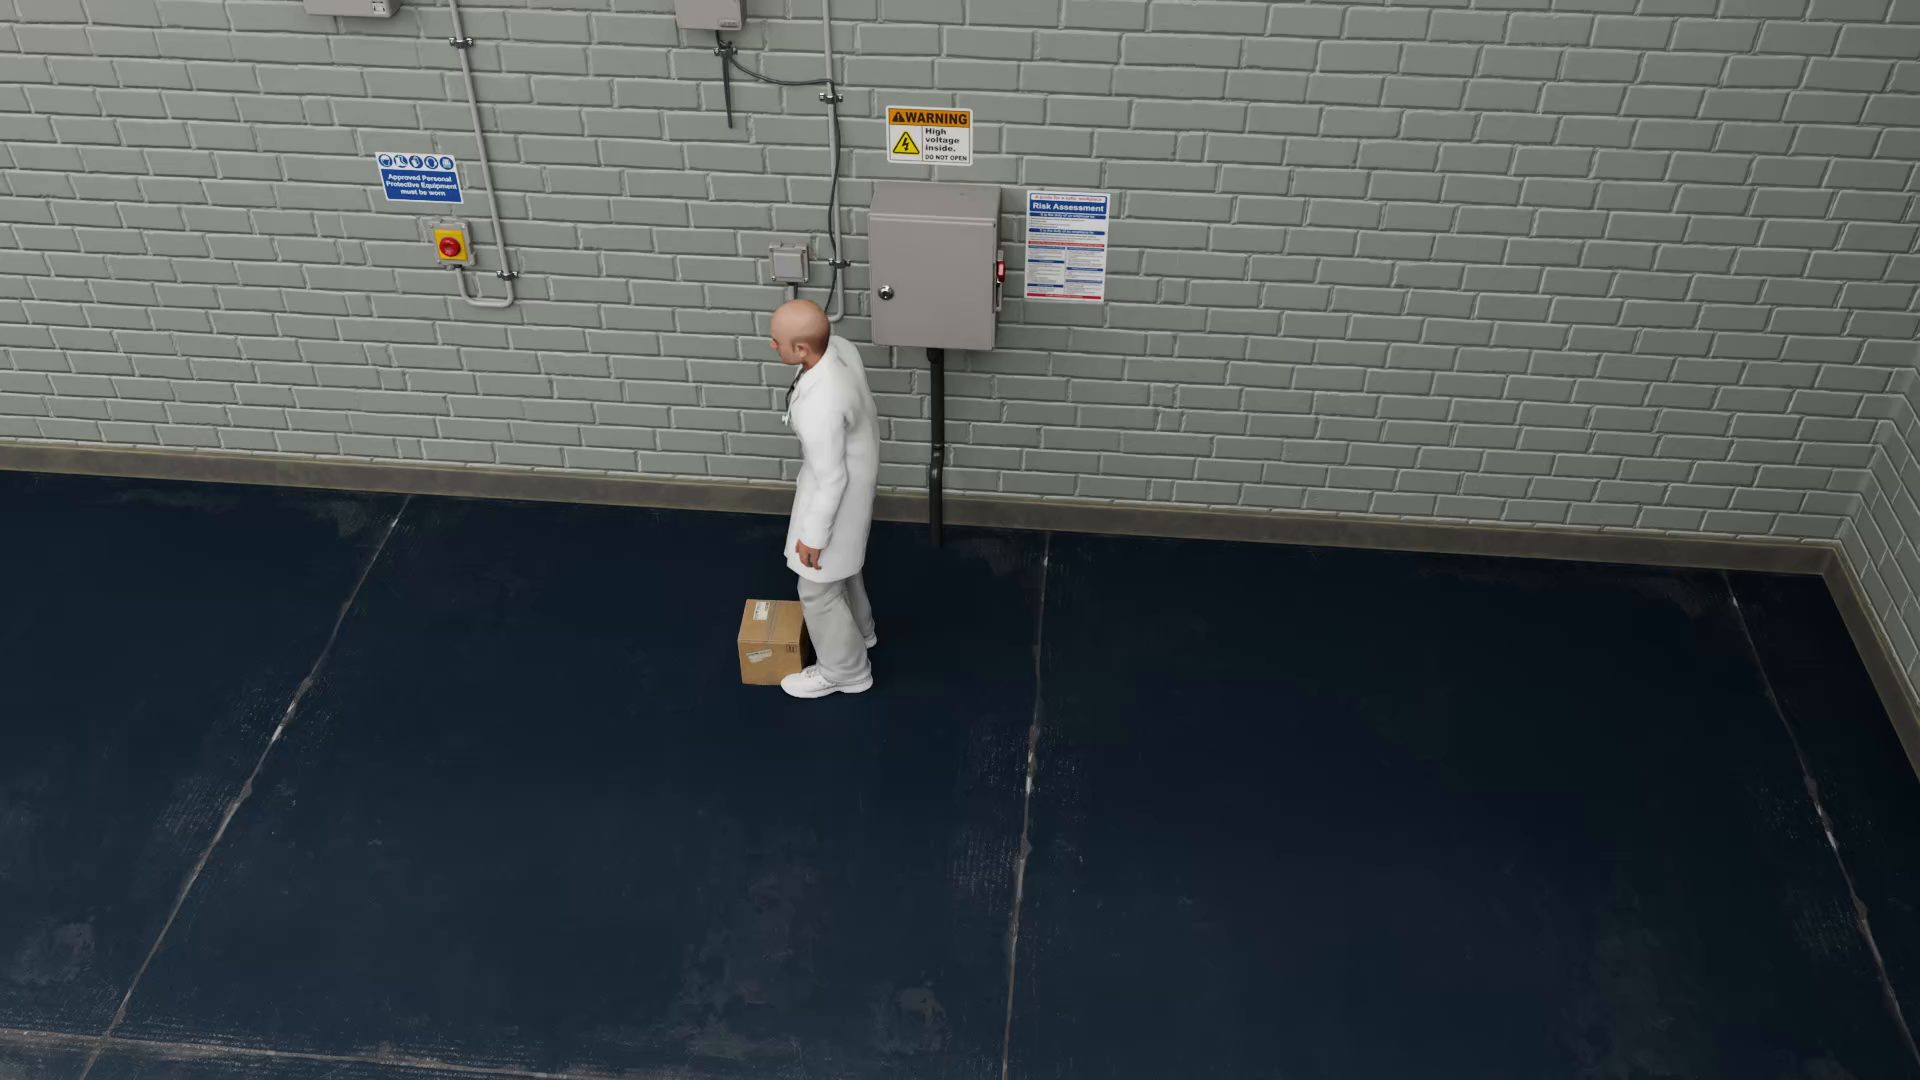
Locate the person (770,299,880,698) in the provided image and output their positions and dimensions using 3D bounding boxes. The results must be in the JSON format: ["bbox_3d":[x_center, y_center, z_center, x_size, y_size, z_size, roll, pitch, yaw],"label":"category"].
[{"bbox_3d":[-0.511,-0.158,6.359,0.424,1.773,0.642,2,40,2],"label":"person"}]
